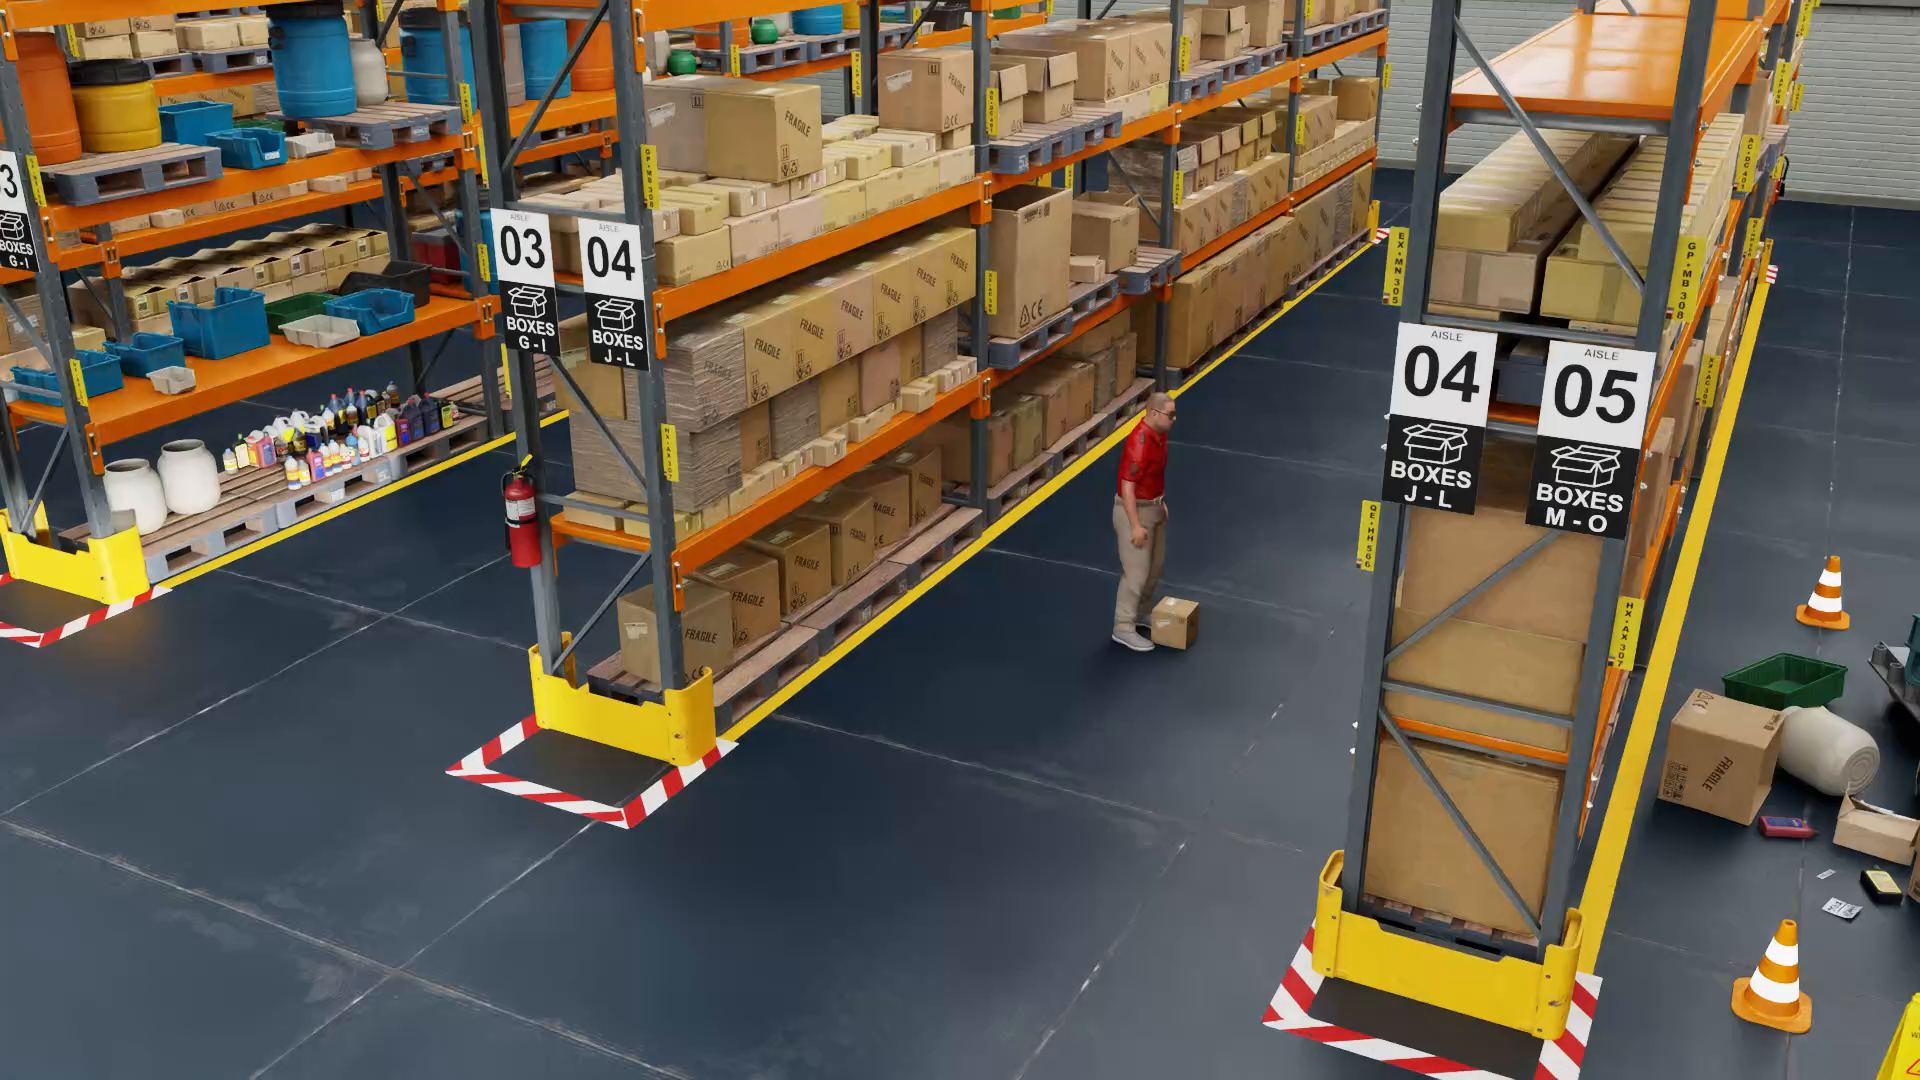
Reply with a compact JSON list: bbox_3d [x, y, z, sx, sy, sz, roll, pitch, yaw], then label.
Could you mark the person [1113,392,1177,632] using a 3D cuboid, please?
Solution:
[{"bbox_3d":[1.234,-0.196,11.148,0.373,1.657,0.596,10,25,23],"label":"person"}]
